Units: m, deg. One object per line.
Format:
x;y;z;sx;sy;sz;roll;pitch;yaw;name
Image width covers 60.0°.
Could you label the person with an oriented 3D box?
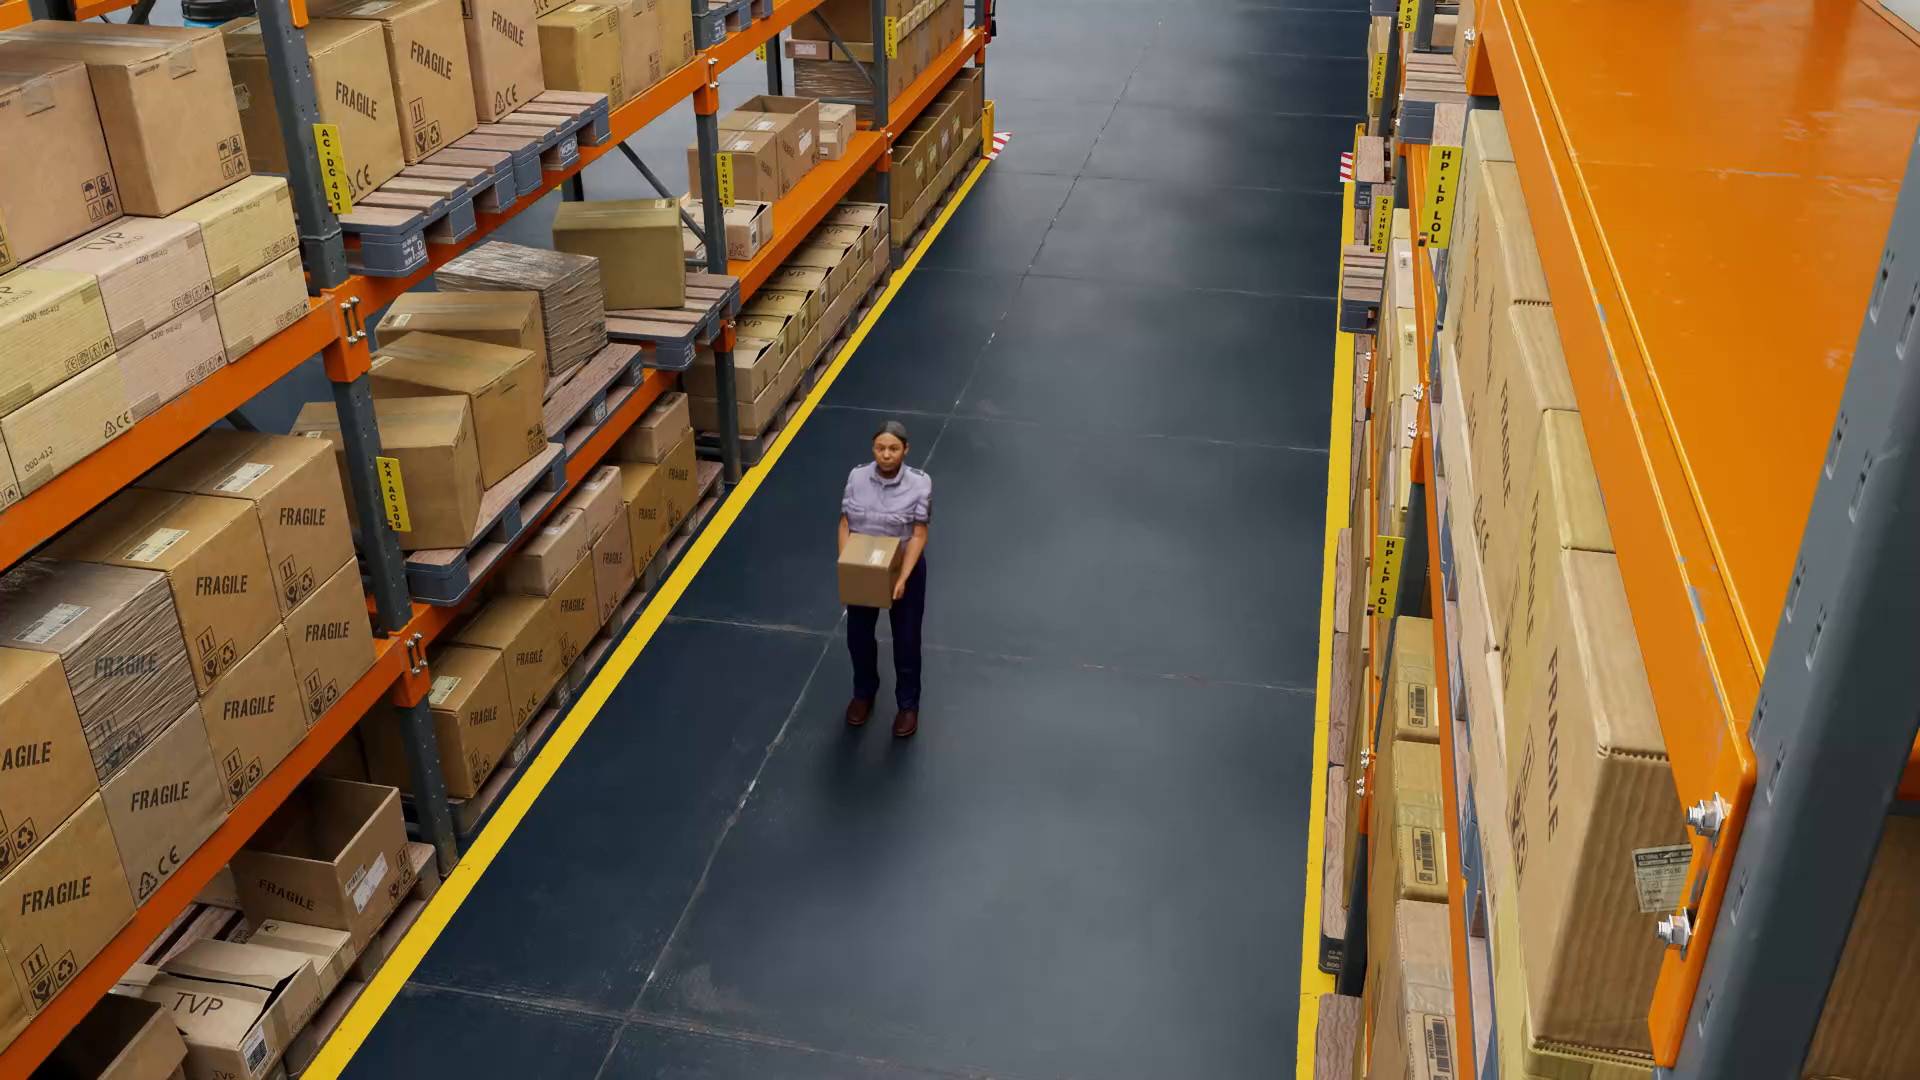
-0.382;0.218;8.246;0.452;1.634;0.523;6;30;11;person
